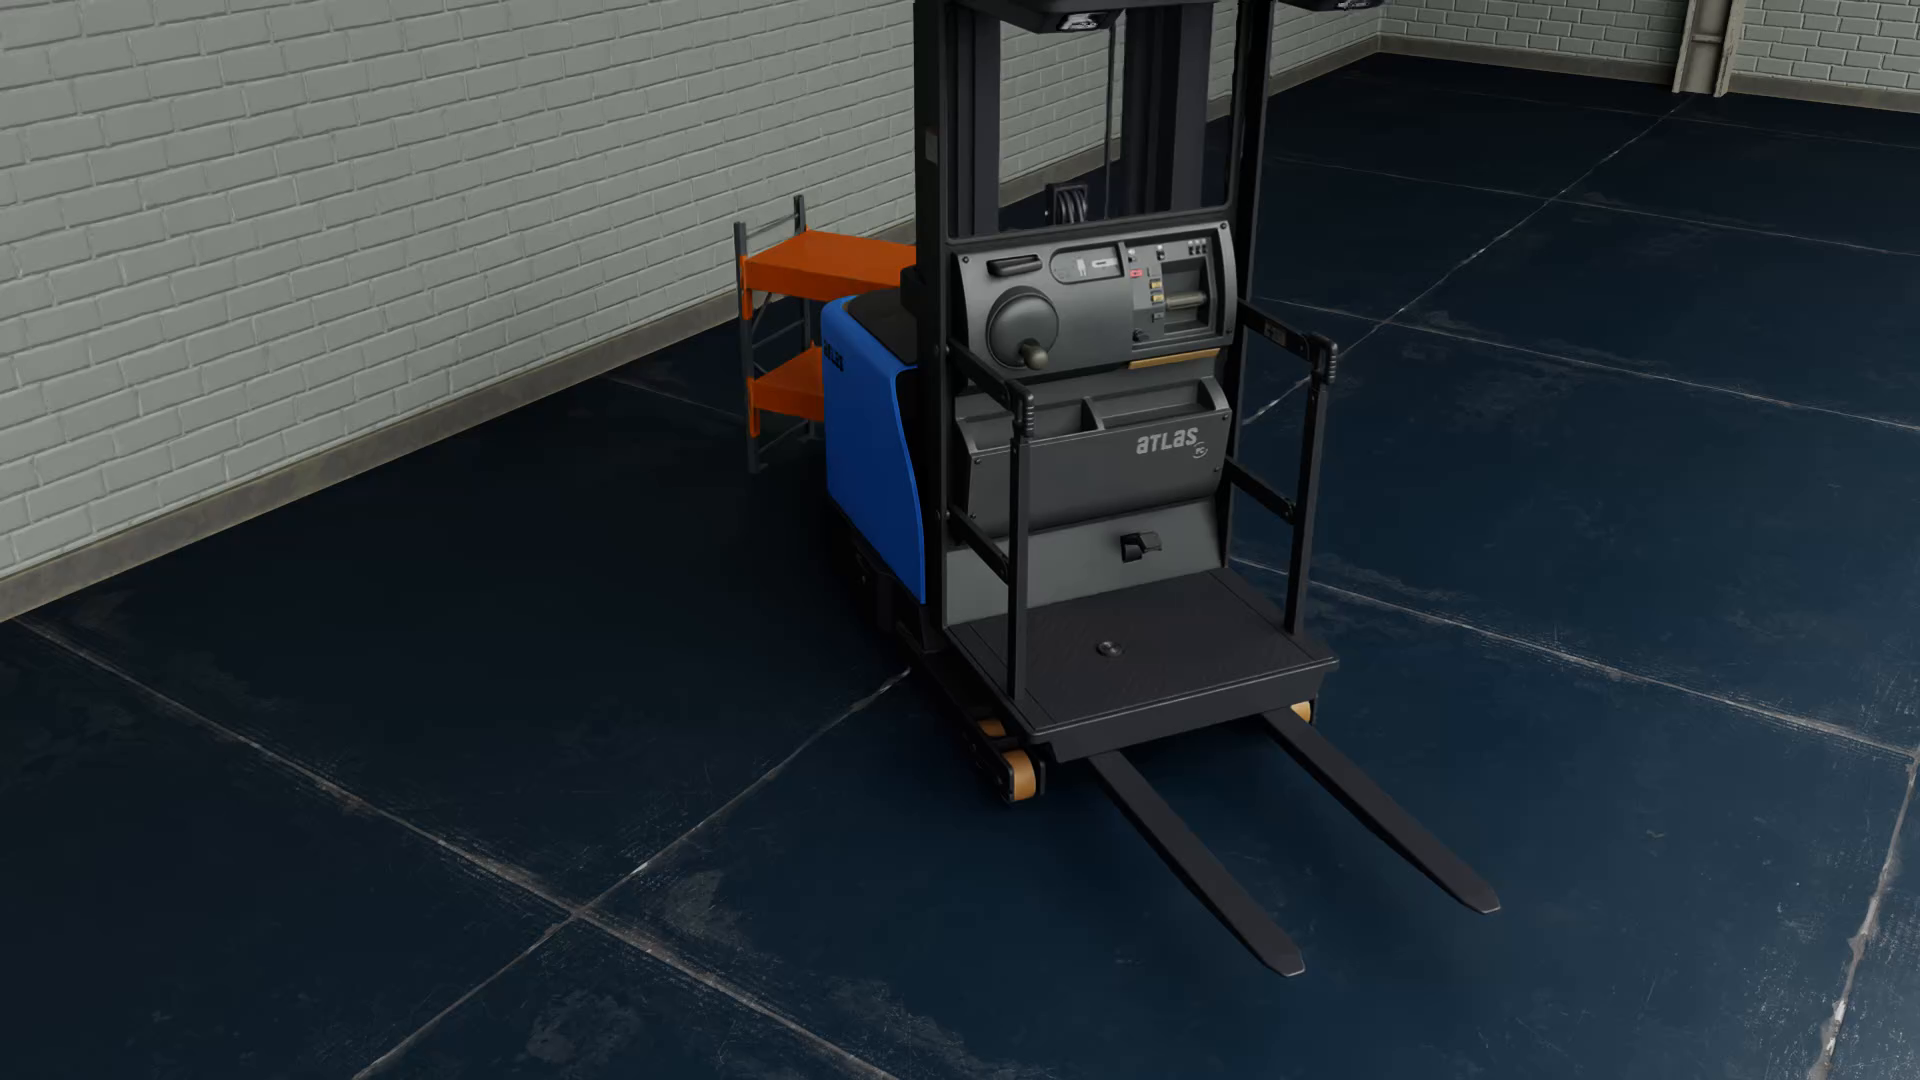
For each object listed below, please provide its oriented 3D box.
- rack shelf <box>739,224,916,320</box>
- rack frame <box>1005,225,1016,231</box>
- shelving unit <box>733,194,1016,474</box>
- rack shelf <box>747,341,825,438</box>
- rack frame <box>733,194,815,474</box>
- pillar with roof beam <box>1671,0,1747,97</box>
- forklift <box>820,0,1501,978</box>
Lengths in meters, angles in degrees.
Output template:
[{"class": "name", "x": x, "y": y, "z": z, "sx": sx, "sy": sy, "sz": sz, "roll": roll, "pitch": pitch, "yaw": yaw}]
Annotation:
[{"class": "rack shelf", "x": -0.351, "y": -1.050, "z": 6.927, "sx": 1.000, "sy": 0.278, "sz": 0.538, "roll": 13, "pitch": 30, "yaw": 24}, {"class": "rack frame", "x": 0.100, "y": -0.683, "z": 6.851, "sx": 0.032, "sy": 1.125, "sz": 0.500, "roll": 13, "pitch": 30, "yaw": 24}, {"class": "shelving unit", "x": -0.351, "y": -0.789, "z": 7.060, "sx": 1.048, "sy": 1.125, "sz": 0.538, "roll": 13, "pitch": 30, "yaw": 24}, {"class": "rack shelf", "x": -0.351, "y": -0.571, "z": 7.171, "sx": 1.000, "sy": 0.278, "sz": 0.538, "roll": 13, "pitch": 30, "yaw": 24}, {"class": "rack frame", "x": -0.802, "y": -0.895, "z": 7.269, "sx": 0.032, "sy": 1.125, "sz": 0.500, "roll": 13, "pitch": 30, "yaw": 24}, {"class": "pillar with roof beam", "x": 3.952, "y": -6.277, "z": 9.163, "sx": 0.400, "sy": 9.000, "sz": 9.100, "roll": 17, "pitch": 32, "yaw": 30}, {"class": "forklift", "x": 0.517, "y": -0.713, "z": 4.920, "sx": 1.130, "sy": 2.935, "sz": 3.031, "roll": -11, "pitch": 29, "yaw": -21}]
